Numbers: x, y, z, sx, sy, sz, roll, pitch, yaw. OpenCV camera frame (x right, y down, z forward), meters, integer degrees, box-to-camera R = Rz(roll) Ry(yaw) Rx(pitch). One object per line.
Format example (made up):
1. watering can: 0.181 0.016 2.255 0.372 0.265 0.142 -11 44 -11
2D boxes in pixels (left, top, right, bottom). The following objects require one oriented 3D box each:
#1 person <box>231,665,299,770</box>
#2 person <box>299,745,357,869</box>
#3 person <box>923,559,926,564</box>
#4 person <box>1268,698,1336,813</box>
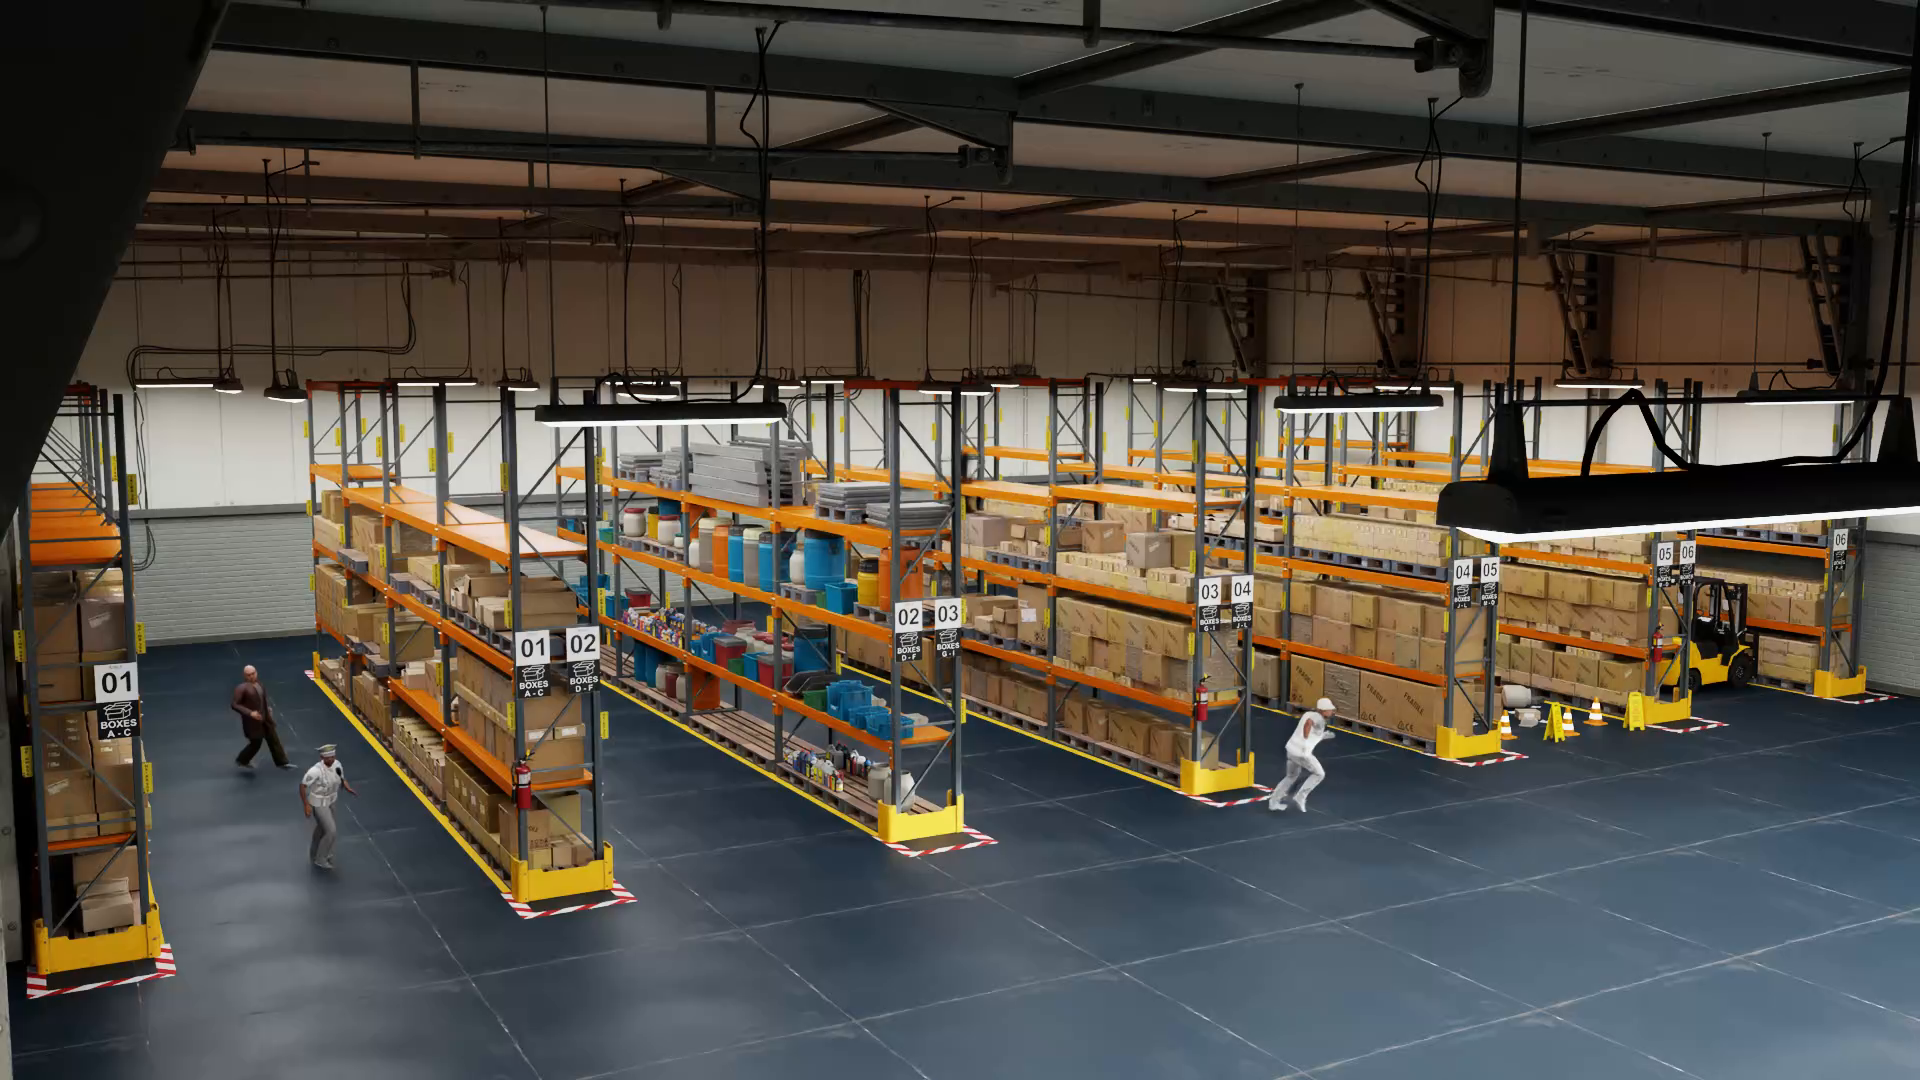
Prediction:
1. person: -10.786 2.748 25.422 0.984 1.706 0.769 2 6 15
2. person: -7.962 3.349 20.968 0.812 1.644 0.606 1 6 11
3. person: -1.152 1.063 41.274 0.679 1.769 0.740 -1 6 -8
4. person: 4.835 3.044 23.359 0.971 1.646 0.725 -1 6 -6
